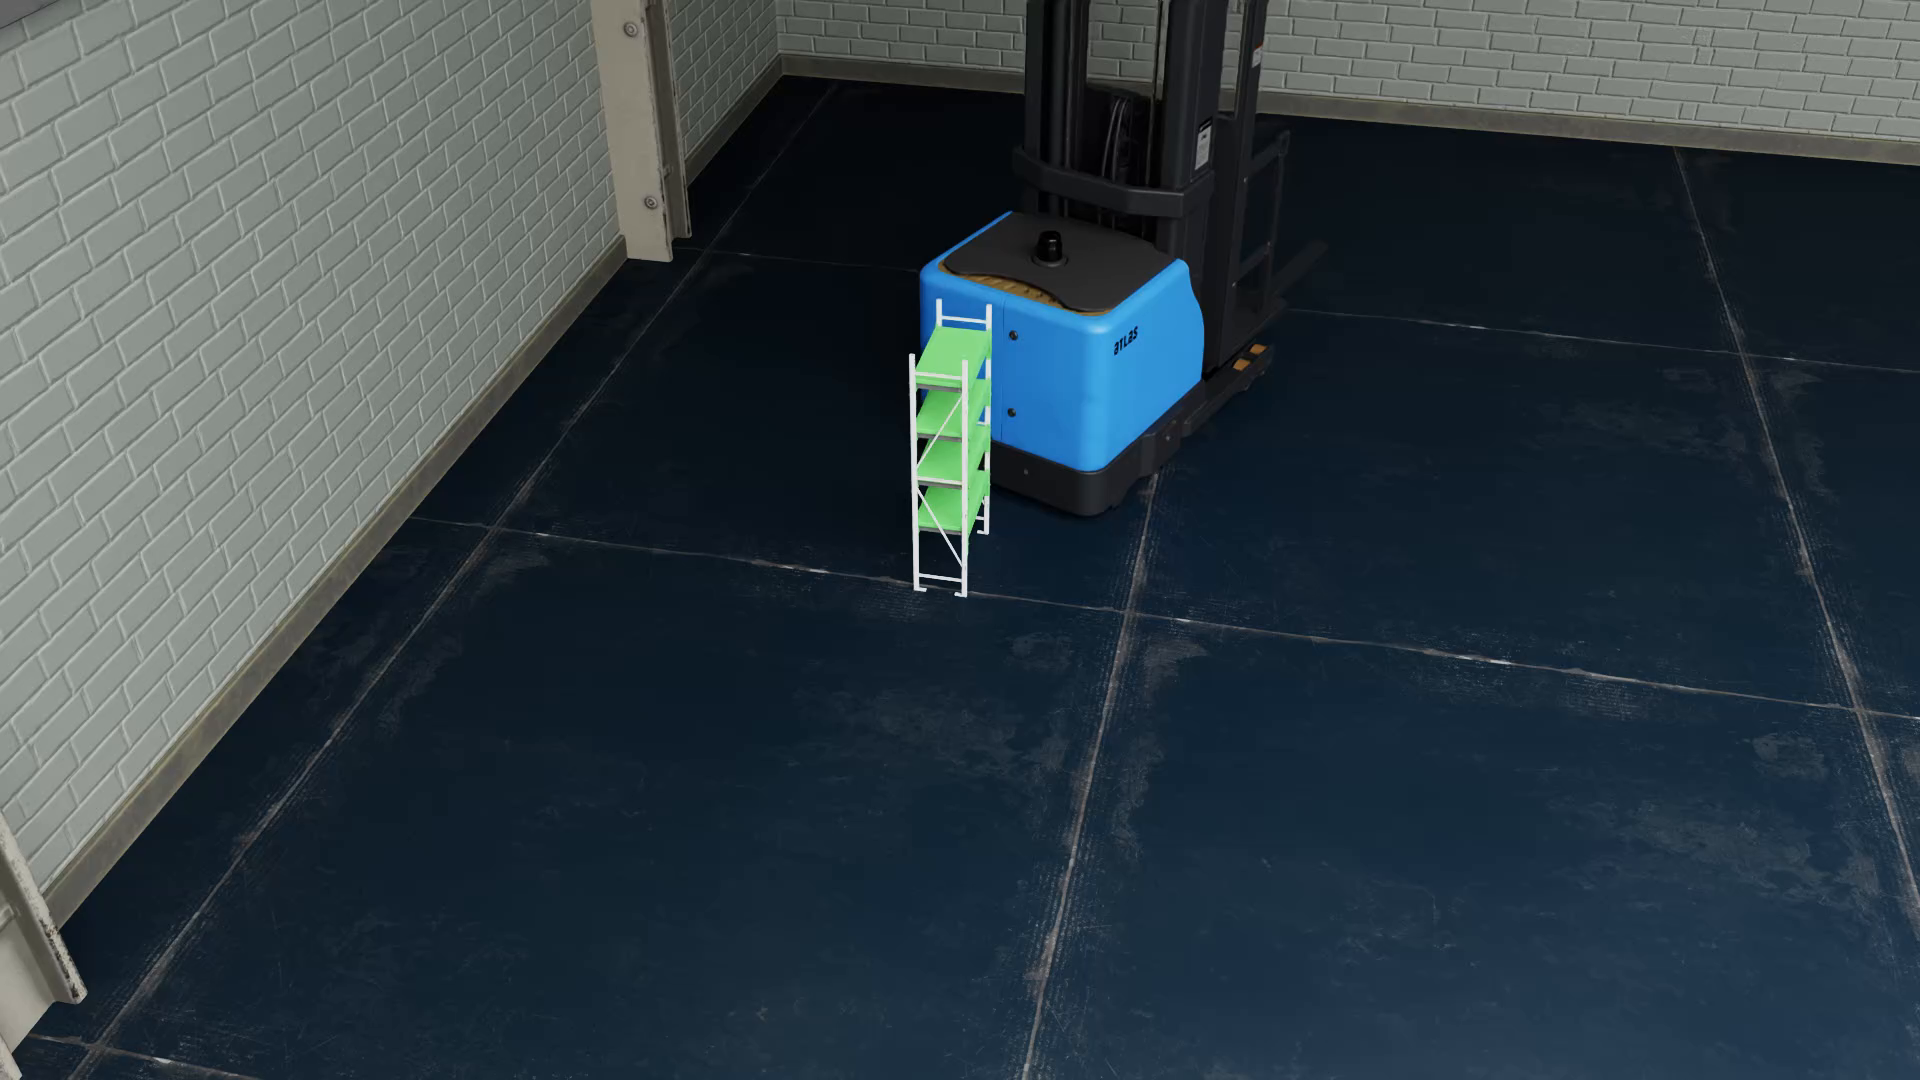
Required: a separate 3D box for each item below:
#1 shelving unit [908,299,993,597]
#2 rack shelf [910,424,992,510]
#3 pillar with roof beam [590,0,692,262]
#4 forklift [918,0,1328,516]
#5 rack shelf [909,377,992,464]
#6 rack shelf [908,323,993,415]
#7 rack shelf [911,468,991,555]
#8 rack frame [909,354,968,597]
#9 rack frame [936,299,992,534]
[{"bbox_3d":[-0.035,-0.391,7.267,0.258,1.200,0.503,7,37,10],"label":"shelving unit"},{"bbox_3d":[-0.035,-0.339,7.304,0.258,0.148,0.480,7,37,10],"label":"rack shelf"},{"bbox_3d":[2.341,-4.920,6.870,9.100,9.000,0.400,7,37,10],"label":"pillar with roof beam"},{"bbox_3d":[1.037,-2.125,8.184,1.130,2.935,3.031,22,41,27],"label":"forklift"},{"bbox_3d":[-0.035,-0.534,7.164,0.258,0.148,0.480,7,37,10],"label":"rack shelf"},{"bbox_3d":[-0.035,-0.728,7.023,0.258,0.148,0.480,7,37,10],"label":"rack shelf"},{"bbox_3d":[-0.035,-0.145,7.445,0.258,0.148,0.480,7,37,10],"label":"rack shelf"},{"bbox_3d":[-0.087,-0.251,7.074,0.240,1.200,0.015,7,37,10],"label":"rack frame"},{"bbox_3d":[0.017,-0.531,7.460,0.240,1.200,0.015,7,37,10],"label":"rack frame"}]
